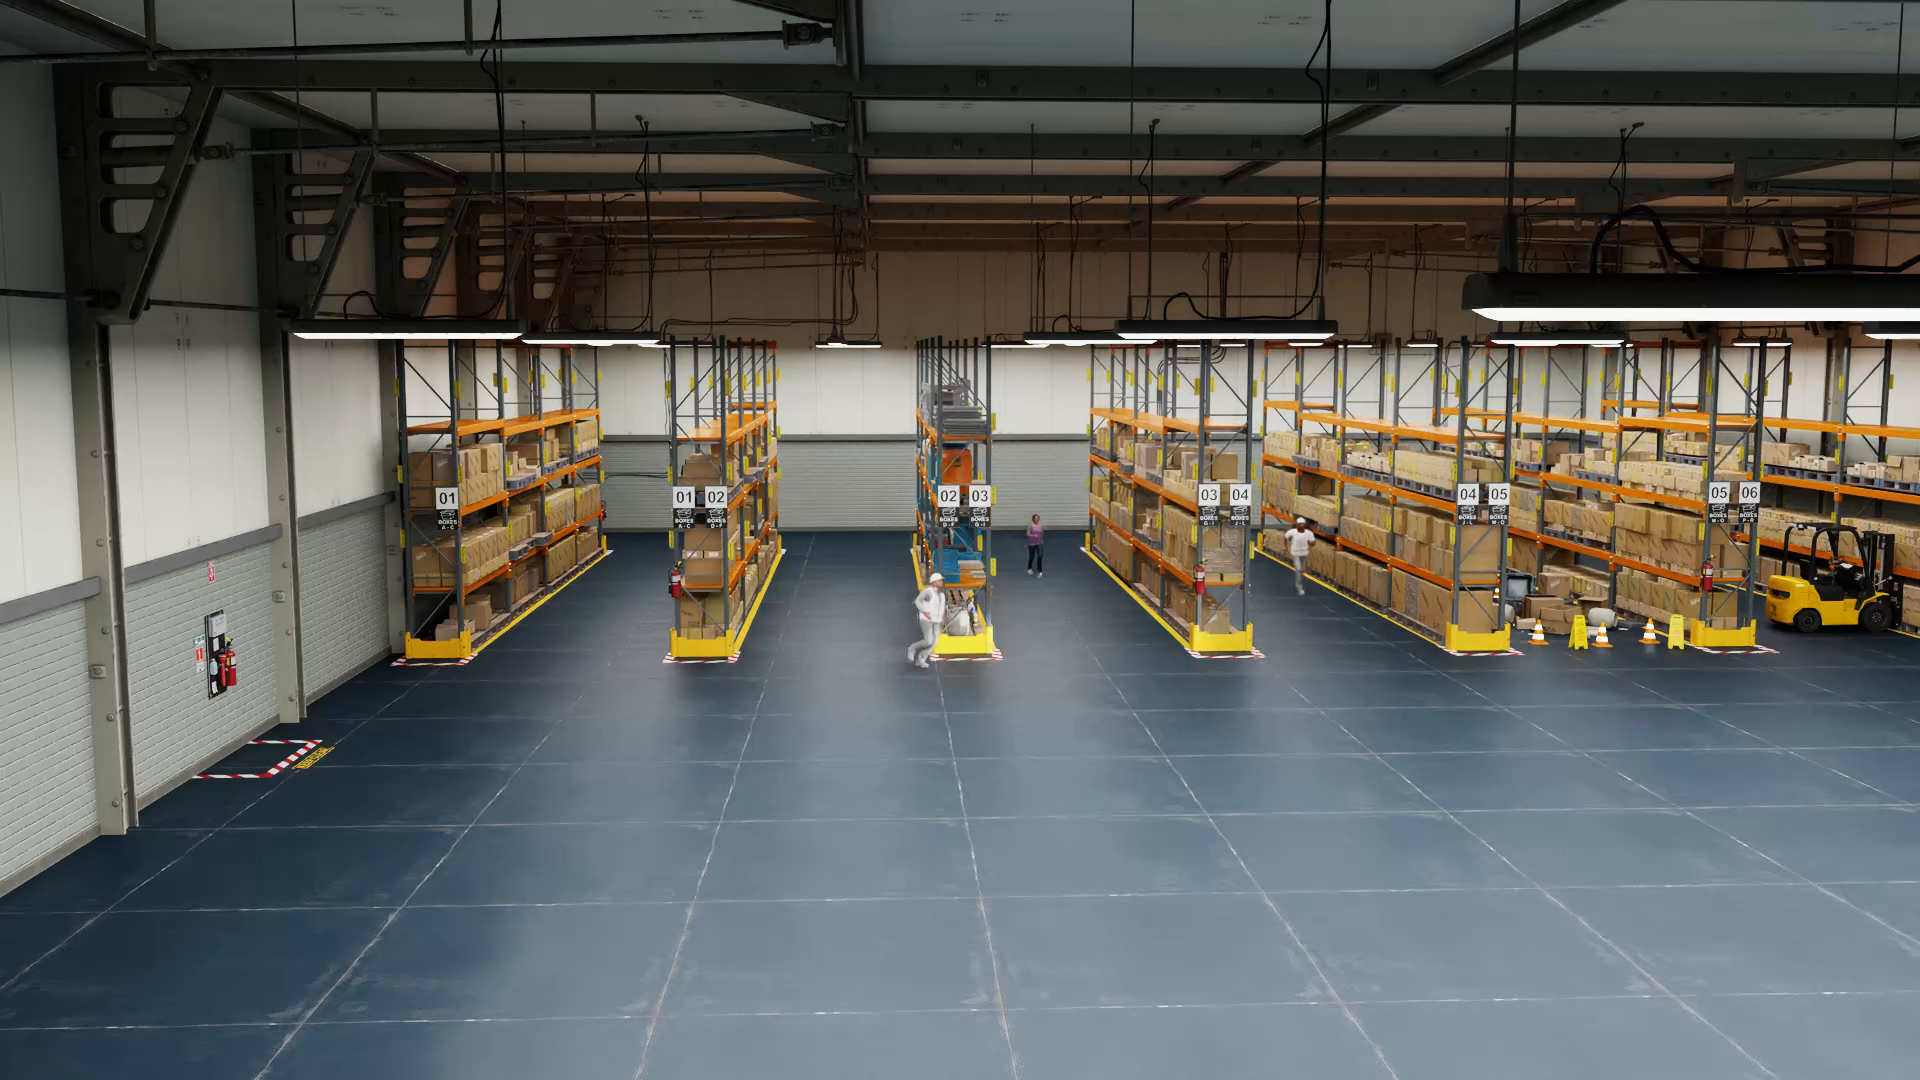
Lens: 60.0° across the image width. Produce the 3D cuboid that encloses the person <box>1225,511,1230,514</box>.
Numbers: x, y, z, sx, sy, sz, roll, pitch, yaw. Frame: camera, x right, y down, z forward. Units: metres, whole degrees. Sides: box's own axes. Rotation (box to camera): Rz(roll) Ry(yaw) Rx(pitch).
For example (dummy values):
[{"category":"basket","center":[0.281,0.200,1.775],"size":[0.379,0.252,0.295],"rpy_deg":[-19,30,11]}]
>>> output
[{"category":"person","center":[7.831,-0.611,48.622],"size":[0.795,1.622,0.636],"rpy_deg":[-5,8,-35]}]

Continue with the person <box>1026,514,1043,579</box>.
[{"category":"person","center":[1.900,0.191,42.142],"size":[0.484,1.531,0.793],"rpy_deg":[-1,7,-13]}]

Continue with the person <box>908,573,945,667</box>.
[{"category":"person","center":[-0.549,1.446,30.349],"size":[0.718,1.685,0.589],"rpy_deg":[-6,9,-44]}]

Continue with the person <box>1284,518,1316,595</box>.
[{"category":"person","center":[8.041,0.350,39.328],"size":[0.689,1.775,0.963],"rpy_deg":[-1,7,-5]}]
